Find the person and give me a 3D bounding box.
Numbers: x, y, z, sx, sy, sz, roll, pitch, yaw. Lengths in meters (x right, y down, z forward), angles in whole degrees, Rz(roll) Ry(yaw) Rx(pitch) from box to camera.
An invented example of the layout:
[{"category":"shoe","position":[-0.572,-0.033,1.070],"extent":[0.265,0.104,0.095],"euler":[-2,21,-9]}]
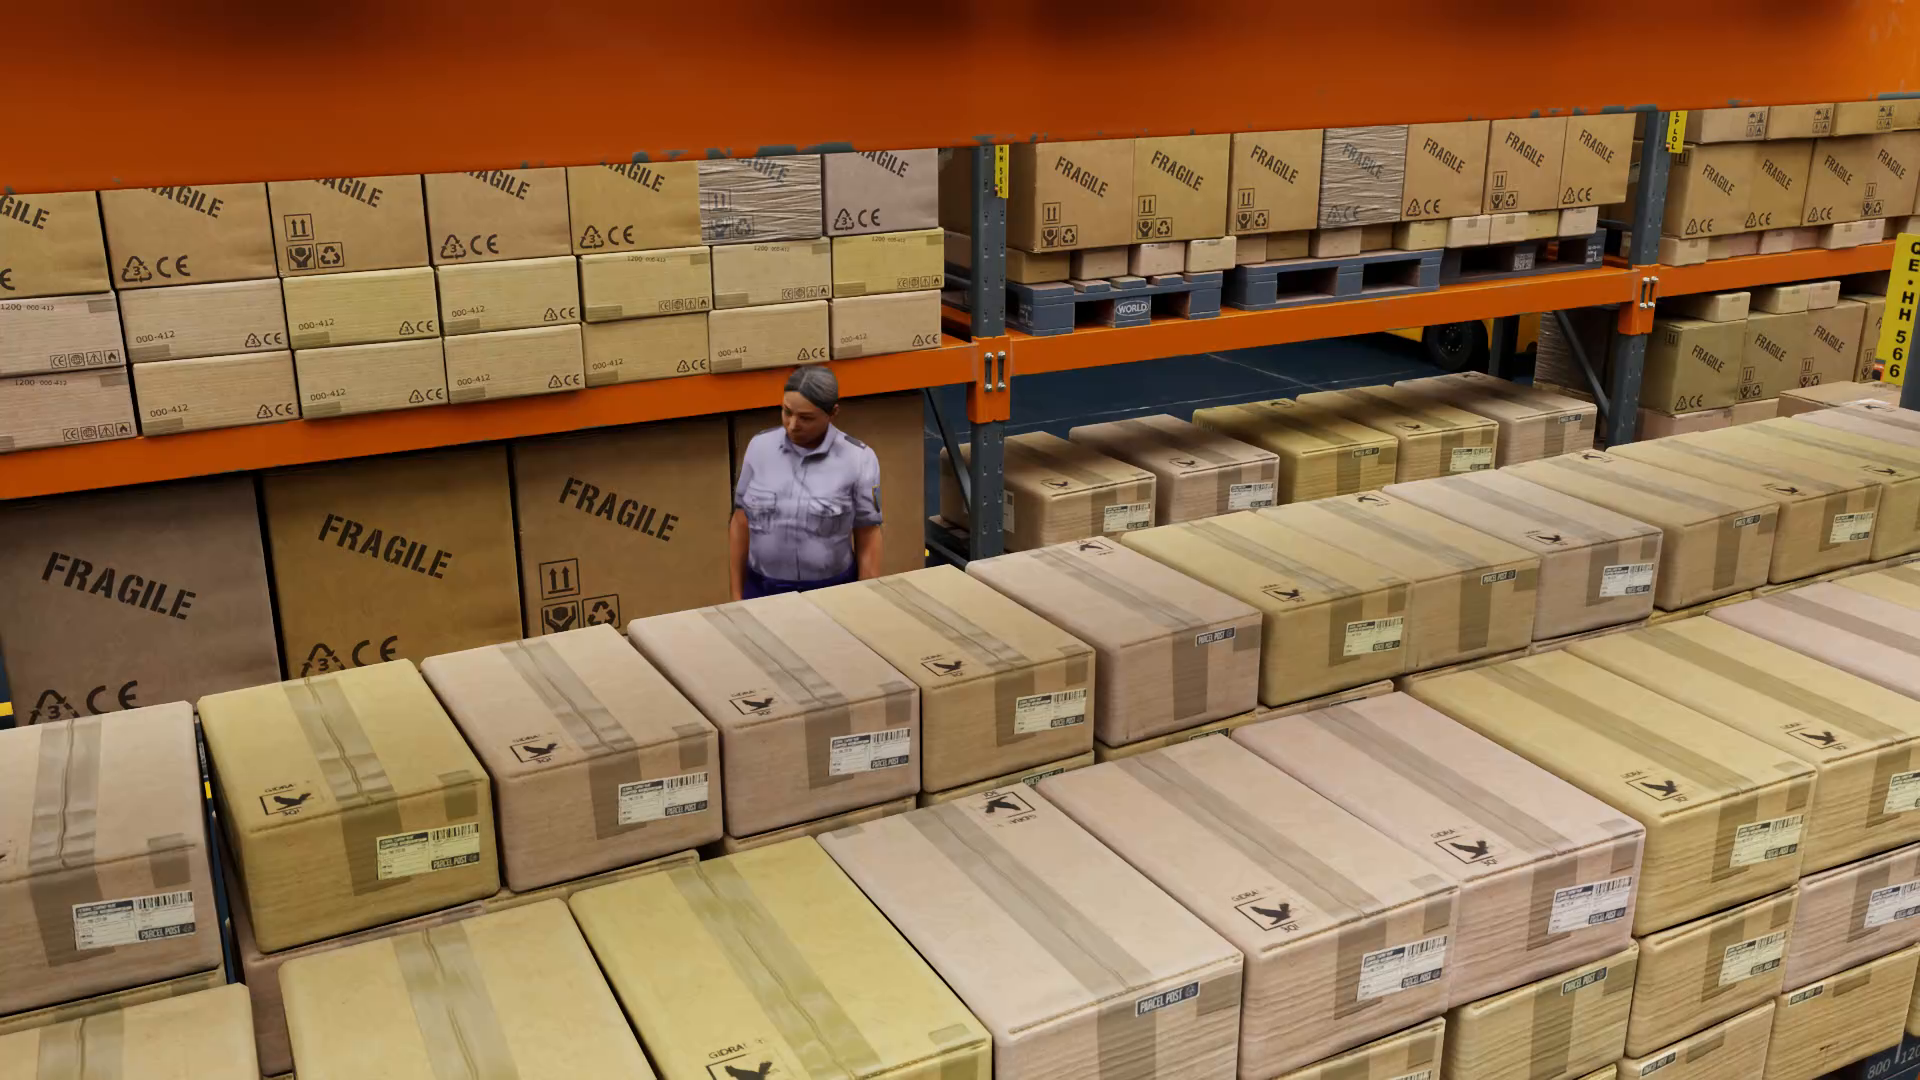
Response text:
[{"category":"person","position":[-0.515,0.229,5.356],"extent":[0.548,1.636,0.498],"euler":[4,19,10]}]
